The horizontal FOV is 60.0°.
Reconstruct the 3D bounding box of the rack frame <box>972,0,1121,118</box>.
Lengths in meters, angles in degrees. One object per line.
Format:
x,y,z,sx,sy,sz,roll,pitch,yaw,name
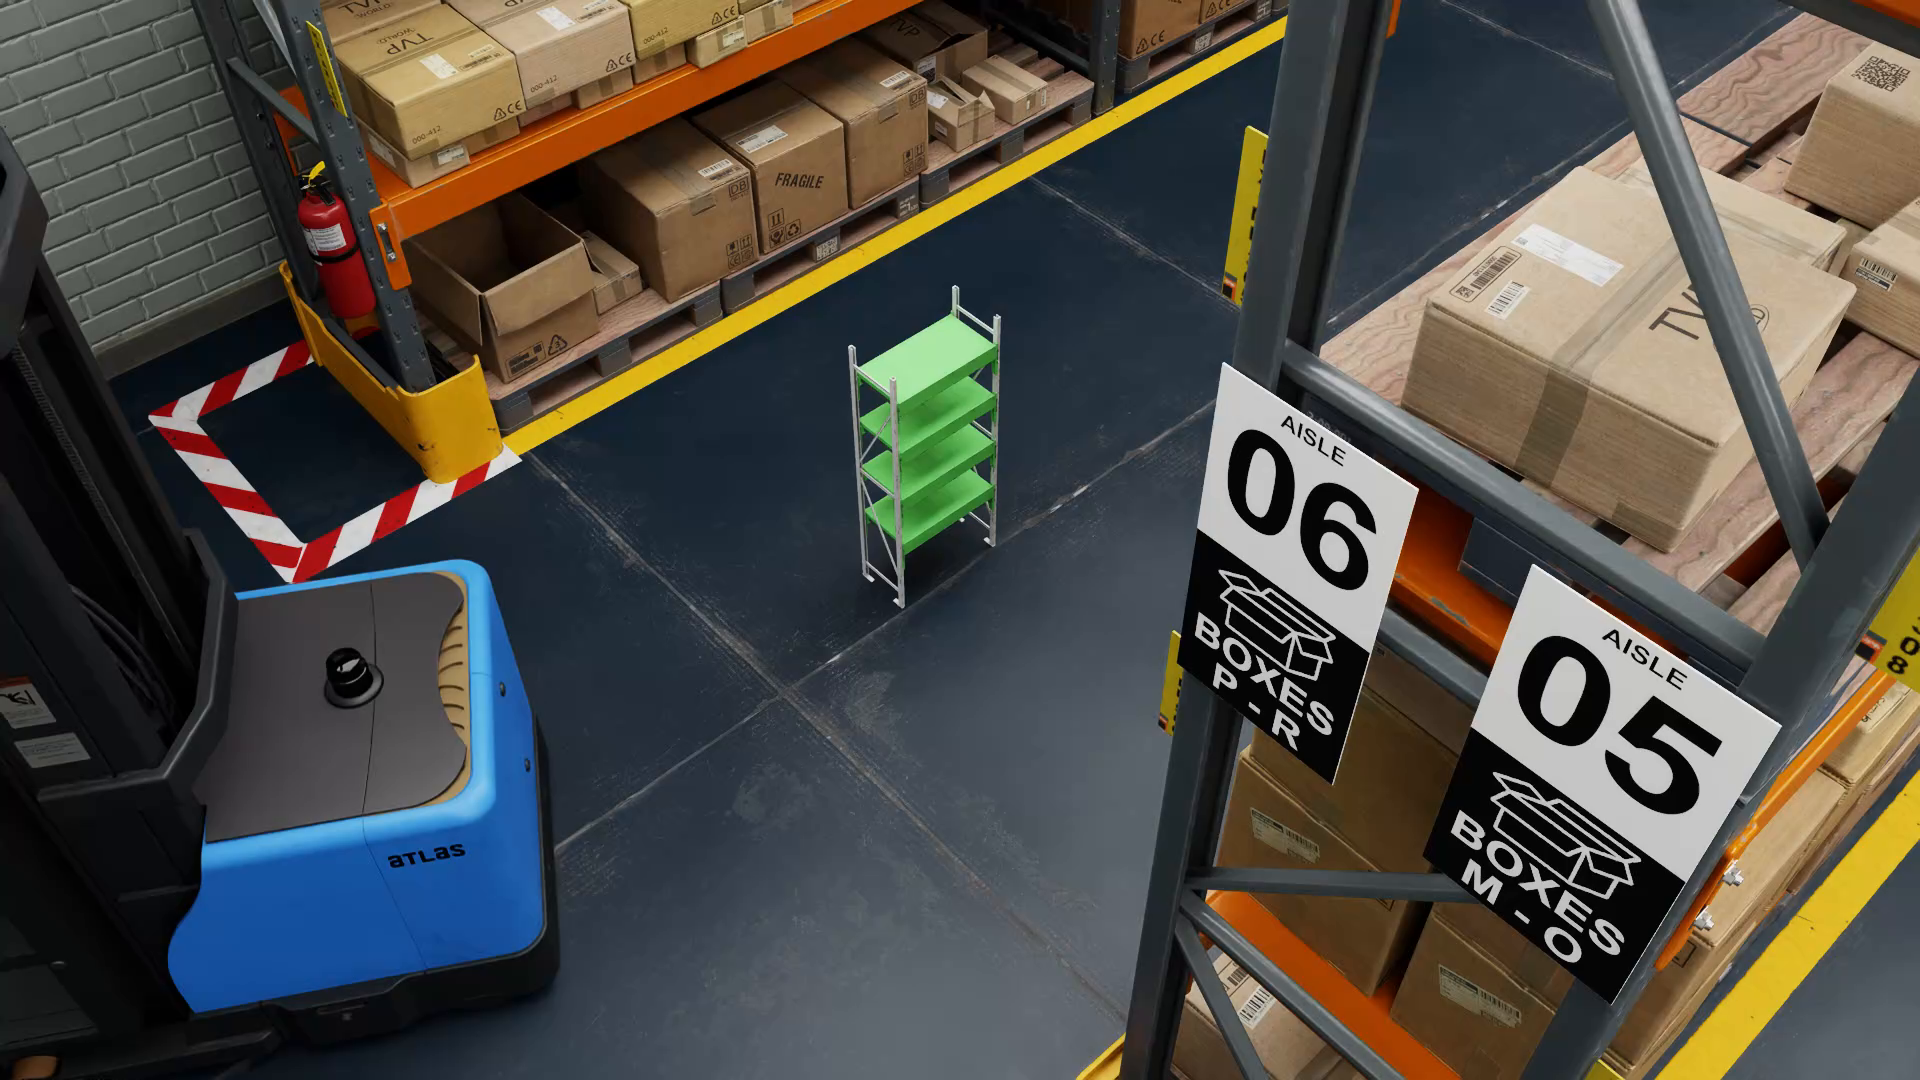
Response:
0.443,-3.577,8.063,0.127,3.000,1.000,-34,56,-27,rack frame

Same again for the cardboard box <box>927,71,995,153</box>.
-0.036,-2.180,8.349,0.258,0.266,0.396,-32,55,-26,cardboard box

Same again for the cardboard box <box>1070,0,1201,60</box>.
0.952,-2.988,8.935,0.500,0.500,0.500,-31,55,-26,cardboard box

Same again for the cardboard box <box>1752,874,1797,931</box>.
1.729,0.718,4.032,0.500,0.500,0.500,-35,56,-28,cardboard box

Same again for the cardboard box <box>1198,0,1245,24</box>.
1.340,-3.257,9.182,0.500,0.500,0.500,-34,56,-28,cardboard box

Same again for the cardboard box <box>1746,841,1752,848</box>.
1.275,0.480,3.129,0.250,0.149,0.380,-33,55,-26,cardboard box

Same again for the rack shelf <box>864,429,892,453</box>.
-0.122,-0.464,6.136,0.442,0.029,0.199,-34,56,-27,rack shelf

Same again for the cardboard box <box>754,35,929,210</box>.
-0.573,-2.059,8.078,0.500,0.500,0.700,-36,57,-28,cardboard box

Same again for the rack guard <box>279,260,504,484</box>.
-2.460,-0.789,7.191,0.348,0.500,1.175,-34,56,-27,rack guard

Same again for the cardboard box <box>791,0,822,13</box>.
-0.777,-2.443,7.188,0.250,0.149,0.380,-34,56,-27,cardboard box

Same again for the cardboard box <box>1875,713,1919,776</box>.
2.126,0.125,3.899,0.500,0.500,0.500,-34,56,-27,cardboard box

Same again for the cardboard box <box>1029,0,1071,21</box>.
0.904,-3.513,9.317,1.298,0.649,0.516,-32,55,-26,cardboard box

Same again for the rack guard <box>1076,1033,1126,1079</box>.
0.808,1.958,4.657,0.348,0.500,1.175,-34,56,-27,rack guard

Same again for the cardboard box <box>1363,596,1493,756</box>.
0.956,0.219,3.371,0.250,0.149,0.380,-33,55,-27,cardboard box

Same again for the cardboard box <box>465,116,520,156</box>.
-1.932,-1.678,6.482,0.250,0.149,0.380,-32,55,-26,cardboard box

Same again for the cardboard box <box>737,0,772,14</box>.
-0.890,-2.493,6.962,0.500,0.250,0.500,-35,56,-28,cardboard box

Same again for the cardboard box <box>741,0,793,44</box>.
-0.921,-2.278,7.035,0.250,0.149,0.380,-33,55,-26,cardboard box

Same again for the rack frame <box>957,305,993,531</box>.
0.058,-0.446,6.398,0.006,1.046,0.228,-34,56,-27,rack frame

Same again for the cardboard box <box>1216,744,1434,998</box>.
1.004,0.682,4.065,0.500,0.500,0.500,-33,56,-27,cardboard box

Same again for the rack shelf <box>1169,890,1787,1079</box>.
2.305,0.353,4.926,4.000,0.370,1.077,-34,56,-27,rack shelf

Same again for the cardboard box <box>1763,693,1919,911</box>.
1.750,0.384,3.660,0.500,0.500,0.500,-35,56,-28,cardboard box

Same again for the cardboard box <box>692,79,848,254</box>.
-0.883,-1.753,7.795,0.500,0.500,0.500,-33,55,-27,cardboard box

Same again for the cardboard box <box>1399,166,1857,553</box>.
1.098,-0.316,2.761,0.500,0.250,0.500,34,56,27,cardboard box

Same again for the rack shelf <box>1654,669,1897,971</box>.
5.639,2.539,1.888,4.000,1.870,10.987,-34,56,-27,rack shelf

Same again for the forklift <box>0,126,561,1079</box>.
0.050,2.140,2.894,7.737,2.843,7.029,-9,48,-8,forklift

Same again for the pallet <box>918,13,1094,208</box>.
-0.066,-2.292,8.775,1.213,0.211,1.003,-34,56,-27,pallet

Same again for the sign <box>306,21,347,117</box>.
-2.151,-1.598,5.647,0.005,0.325,0.100,-34,56,-27,sign

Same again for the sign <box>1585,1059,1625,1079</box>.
1.195,1.083,3.121,0.005,0.325,0.100,-34,56,-27,sign

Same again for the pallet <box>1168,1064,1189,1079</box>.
1.365,1.606,5.178,1.213,0.211,1.003,-34,56,-27,pallet

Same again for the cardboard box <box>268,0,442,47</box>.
-2.355,-2.021,6.527,0.500,0.250,0.500,-32,55,-26,cardboard box

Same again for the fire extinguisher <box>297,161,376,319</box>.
-2.314,-1.122,6.104,0.183,0.674,0.296,-34,56,-27,fire extinguisher

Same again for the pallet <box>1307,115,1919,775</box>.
1.368,-0.261,3.023,1.213,0.211,1.003,-34,56,-27,pallet

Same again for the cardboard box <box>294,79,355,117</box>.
-2.452,-1.824,6.616,0.250,0.149,0.380,-34,56,-28,cardboard box

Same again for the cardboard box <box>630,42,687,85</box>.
-1.340,-2.053,6.827,0.250,0.149,0.380,-33,55,-27,cardboard box

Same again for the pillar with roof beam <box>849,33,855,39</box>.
2.218,-3.416,3.832,0.400,9.000,9.100,-34,56,-27,pillar with roof beam

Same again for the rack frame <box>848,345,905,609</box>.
-0.303,-0.204,6.175,0.015,1.200,0.240,-34,56,-27,rack frame

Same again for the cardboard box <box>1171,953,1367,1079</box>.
1.247,1.444,4.888,0.875,0.438,0.875,-36,57,-28,cardboard box

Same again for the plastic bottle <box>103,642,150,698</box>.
9.125,1.695,4.051,18.663,1.306,14.222,35,56,28,plastic bottle

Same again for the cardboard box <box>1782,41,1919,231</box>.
1.967,-0.778,3.146,0.500,0.311,0.500,-33,55,-27,cardboard box

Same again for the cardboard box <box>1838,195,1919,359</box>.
1.785,-0.423,2.929,0.250,0.149,0.380,-32,55,-26,cardboard box

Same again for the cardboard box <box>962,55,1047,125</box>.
0.229,-2.317,8.554,0.250,0.149,0.380,-35,56,-28,cardboard box

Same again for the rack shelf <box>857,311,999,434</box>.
-0.122,-0.607,5.981,0.480,0.148,0.258,-34,56,-27,rack shelf

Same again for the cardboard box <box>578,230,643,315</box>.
-1.660,-1.214,7.537,0.250,0.149,0.380,-36,57,-28,cardboard box

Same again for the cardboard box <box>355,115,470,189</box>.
-2.089,-1.527,6.342,0.250,0.149,0.380,-34,56,-27,cardboard box

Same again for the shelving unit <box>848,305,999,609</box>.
7.177,1.156,4.921,8.595,1.200,13.061,-34,56,-27,shelving unit

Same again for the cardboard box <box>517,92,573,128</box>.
-1.760,-1.827,6.619,0.250,0.149,0.380,-34,56,-28,cardboard box

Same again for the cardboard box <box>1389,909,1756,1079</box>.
1.374,0.983,3.787,0.500,0.500,0.500,-34,56,-27,cardboard box

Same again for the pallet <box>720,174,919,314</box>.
-0.969,-1.686,8.215,1.213,0.211,1.003,-34,56,-27,pallet

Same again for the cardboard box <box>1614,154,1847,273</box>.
1.354,-0.532,3.030,0.380,0.149,0.250,35,56,28,cardboard box

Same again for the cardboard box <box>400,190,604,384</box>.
-2.000,-1.146,7.232,0.637,0.503,0.797,-36,57,-28,cardboard box

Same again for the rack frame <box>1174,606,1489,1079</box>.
0.823,1.096,3.751,0.053,2.616,0.949,-34,56,-27,rack frame

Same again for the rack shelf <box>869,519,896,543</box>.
-0.122,-0.138,6.489,0.442,0.029,0.199,-34,56,-27,rack shelf
